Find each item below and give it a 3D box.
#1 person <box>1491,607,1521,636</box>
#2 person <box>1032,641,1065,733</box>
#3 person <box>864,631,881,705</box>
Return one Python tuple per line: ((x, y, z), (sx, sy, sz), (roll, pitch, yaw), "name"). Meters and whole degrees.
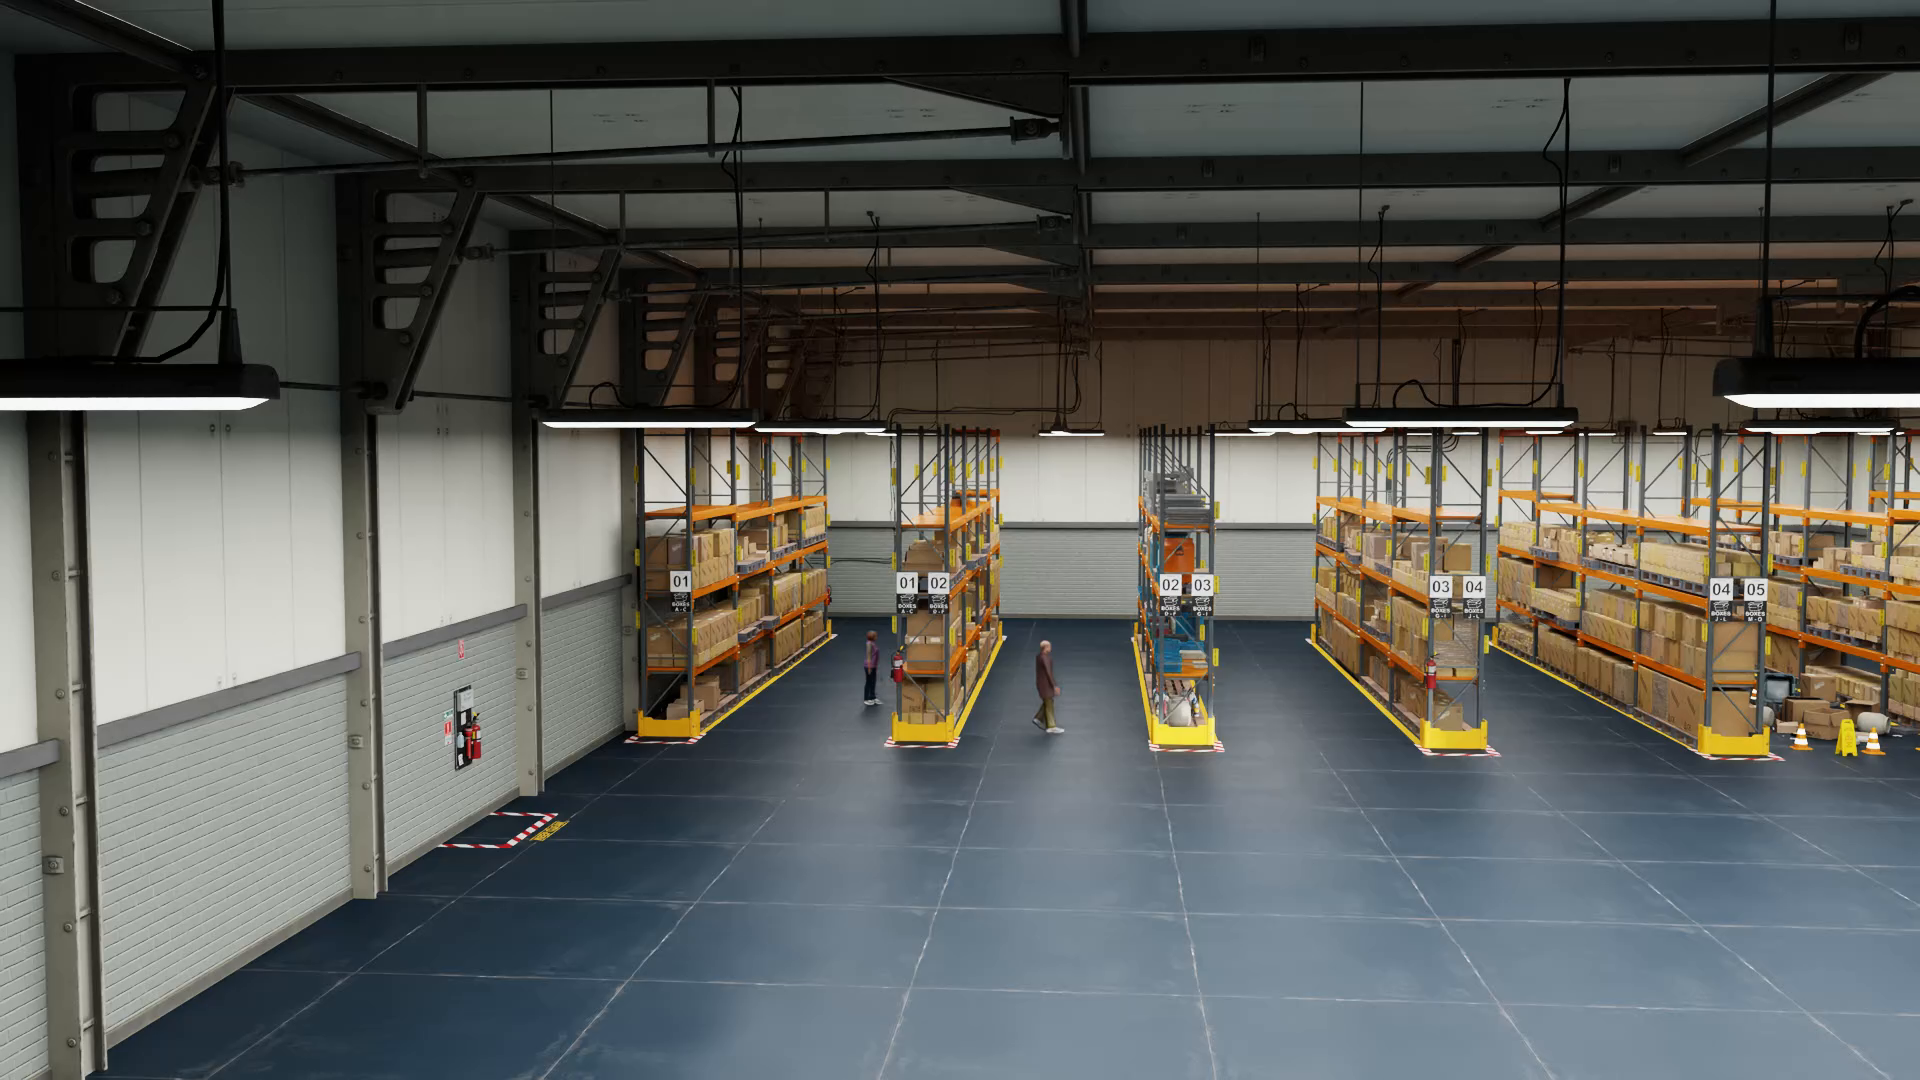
((15.696, 1.963, 47.429), (0.994, 1.710, 0.740), (1, 4, 18), "person")
((1.709, 2.869, 32.470), (0.597, 1.809, 0.721), (-1, 4, -9), "person")
((-1.899, 2.744, 35.763), (0.311, 1.603, 0.427), (1, 4, 14), "person")
